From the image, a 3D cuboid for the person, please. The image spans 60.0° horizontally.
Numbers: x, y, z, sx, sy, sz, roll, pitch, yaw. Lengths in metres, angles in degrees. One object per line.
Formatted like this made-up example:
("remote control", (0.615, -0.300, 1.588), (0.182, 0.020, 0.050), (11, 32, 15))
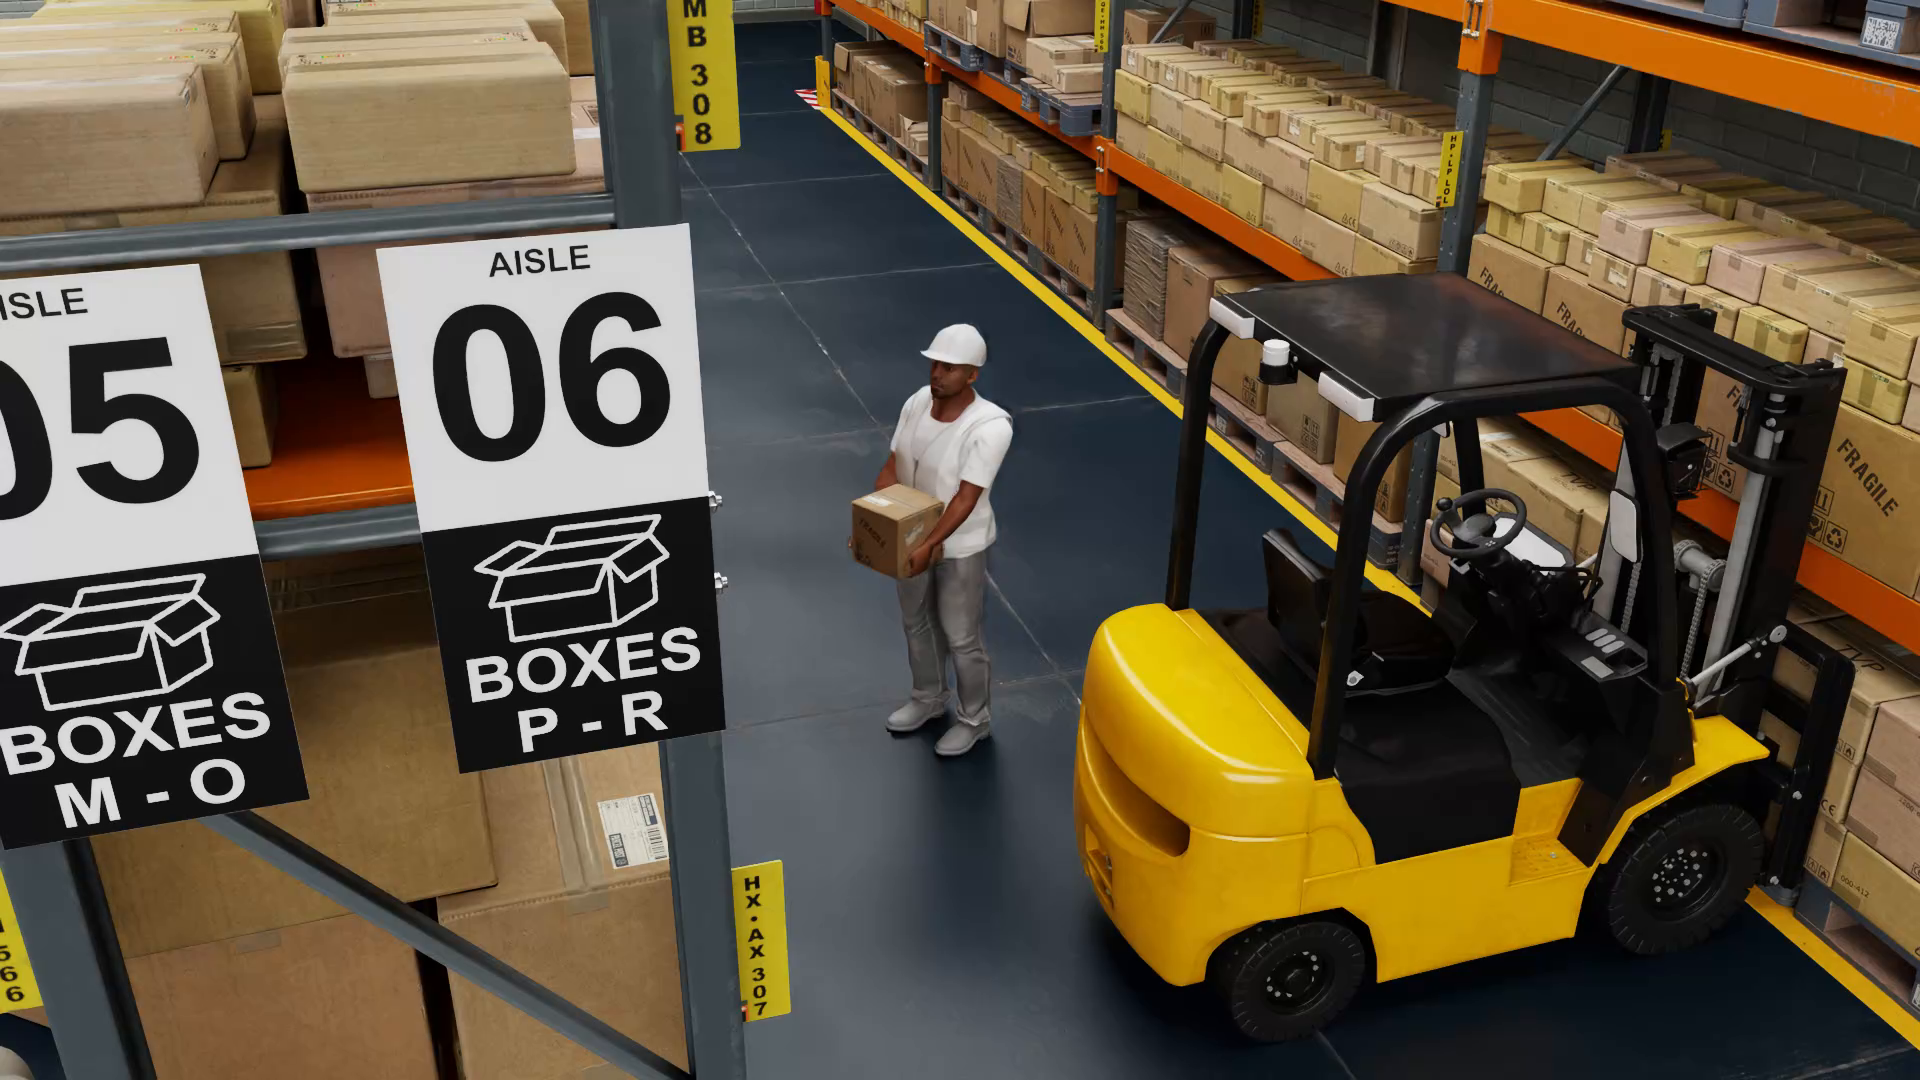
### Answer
("person", (-0.125, 0.033, 6.519), (0.510, 1.767, 0.575), (23, 35, 39))
